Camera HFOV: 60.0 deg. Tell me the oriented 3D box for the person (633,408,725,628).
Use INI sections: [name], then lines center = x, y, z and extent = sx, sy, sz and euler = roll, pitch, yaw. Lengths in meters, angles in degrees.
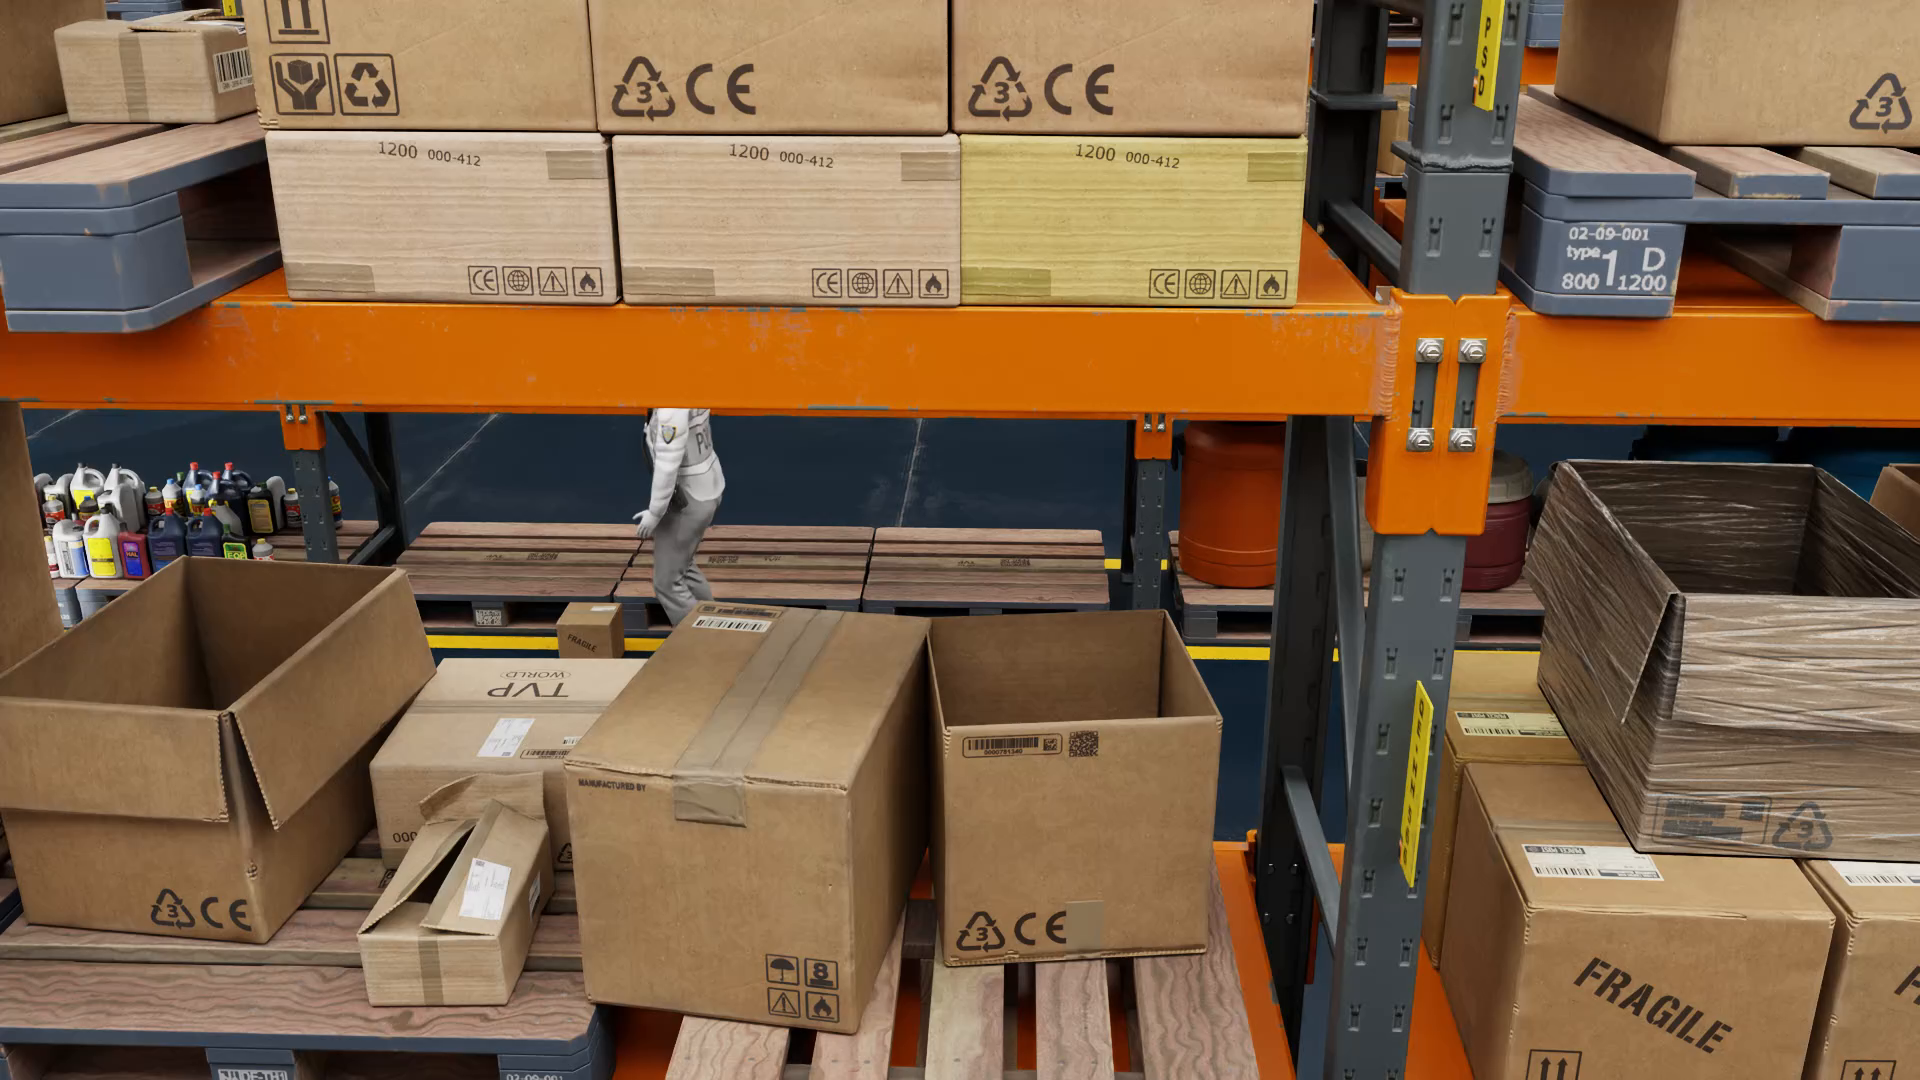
[person]
center = -1.284, -0.169, 7.572
extent = 0.412, 1.642, 0.492
euler = 1, 21, 3
